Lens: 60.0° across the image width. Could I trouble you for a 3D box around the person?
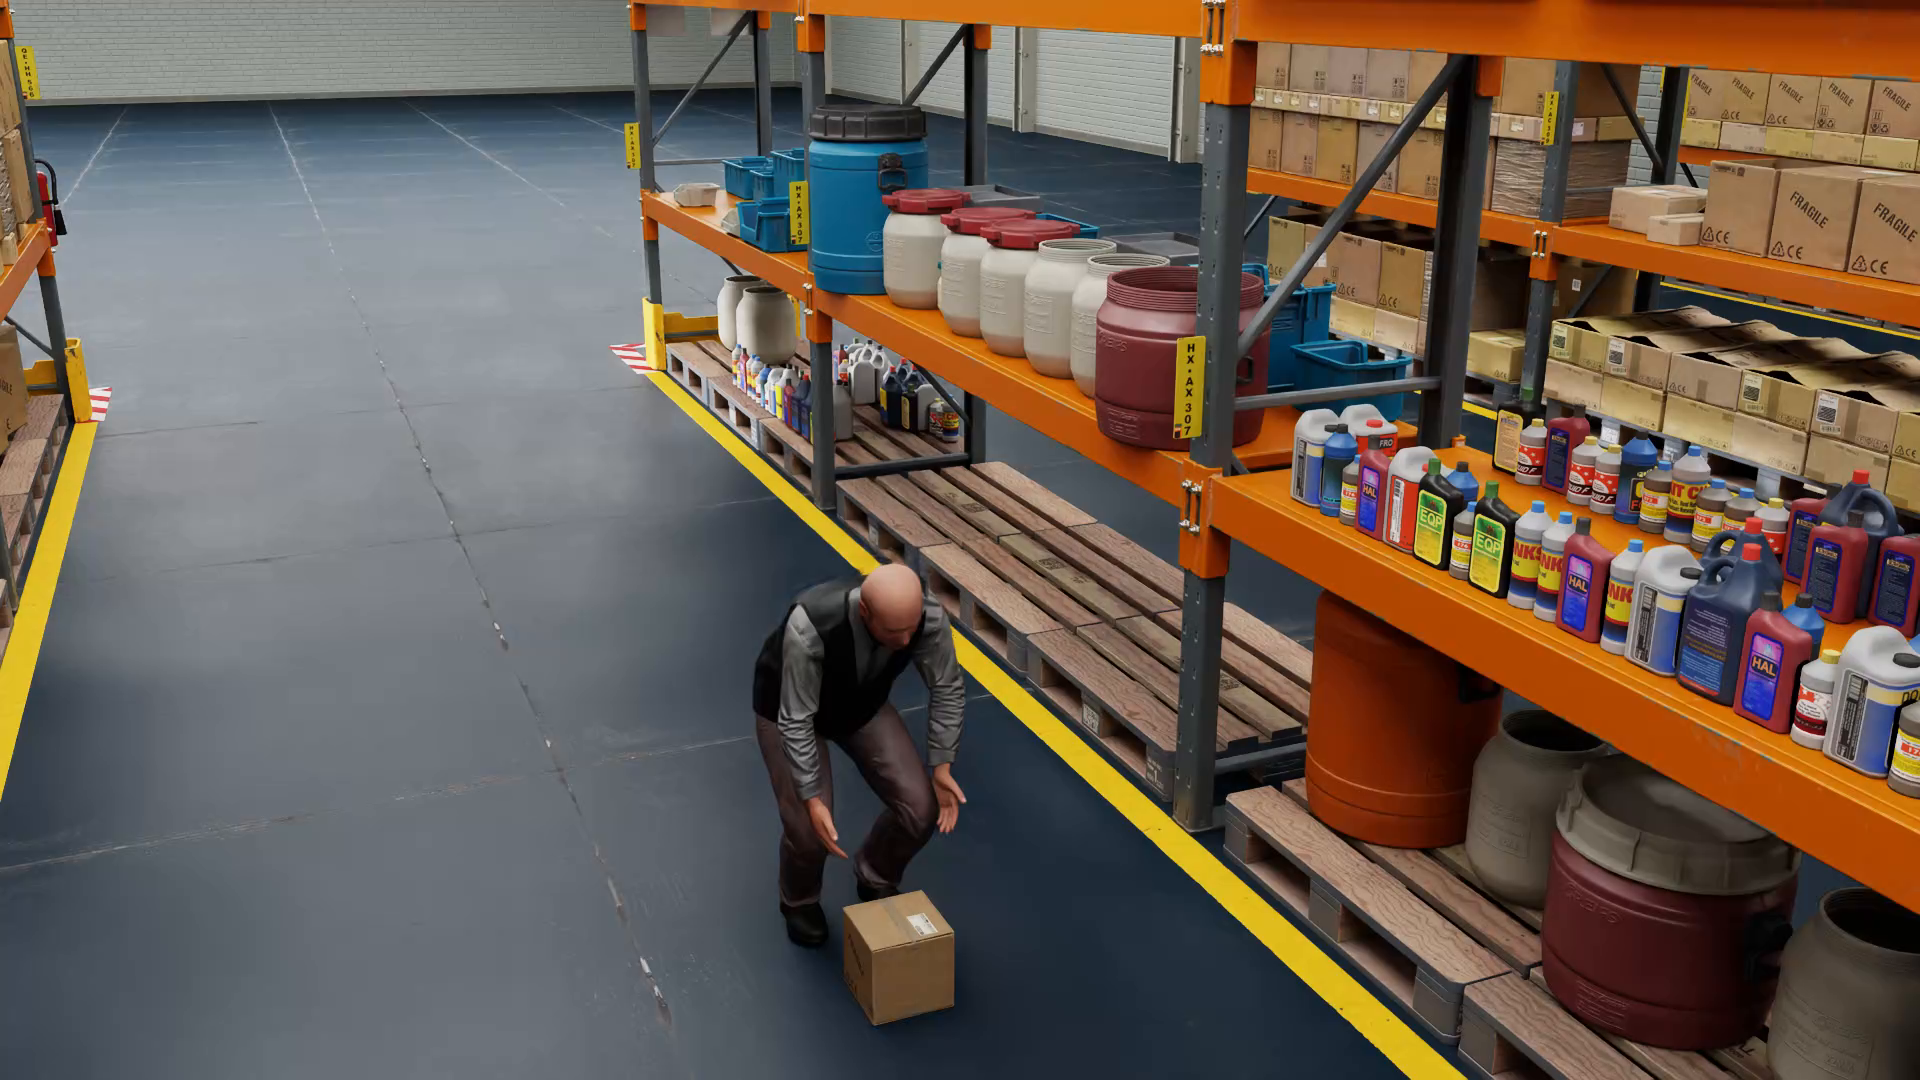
[{"bbox_3d":[-0.307,0.595,5.032,0.587,1.286,0.771,-8,20,-22],"label":"person"}]
